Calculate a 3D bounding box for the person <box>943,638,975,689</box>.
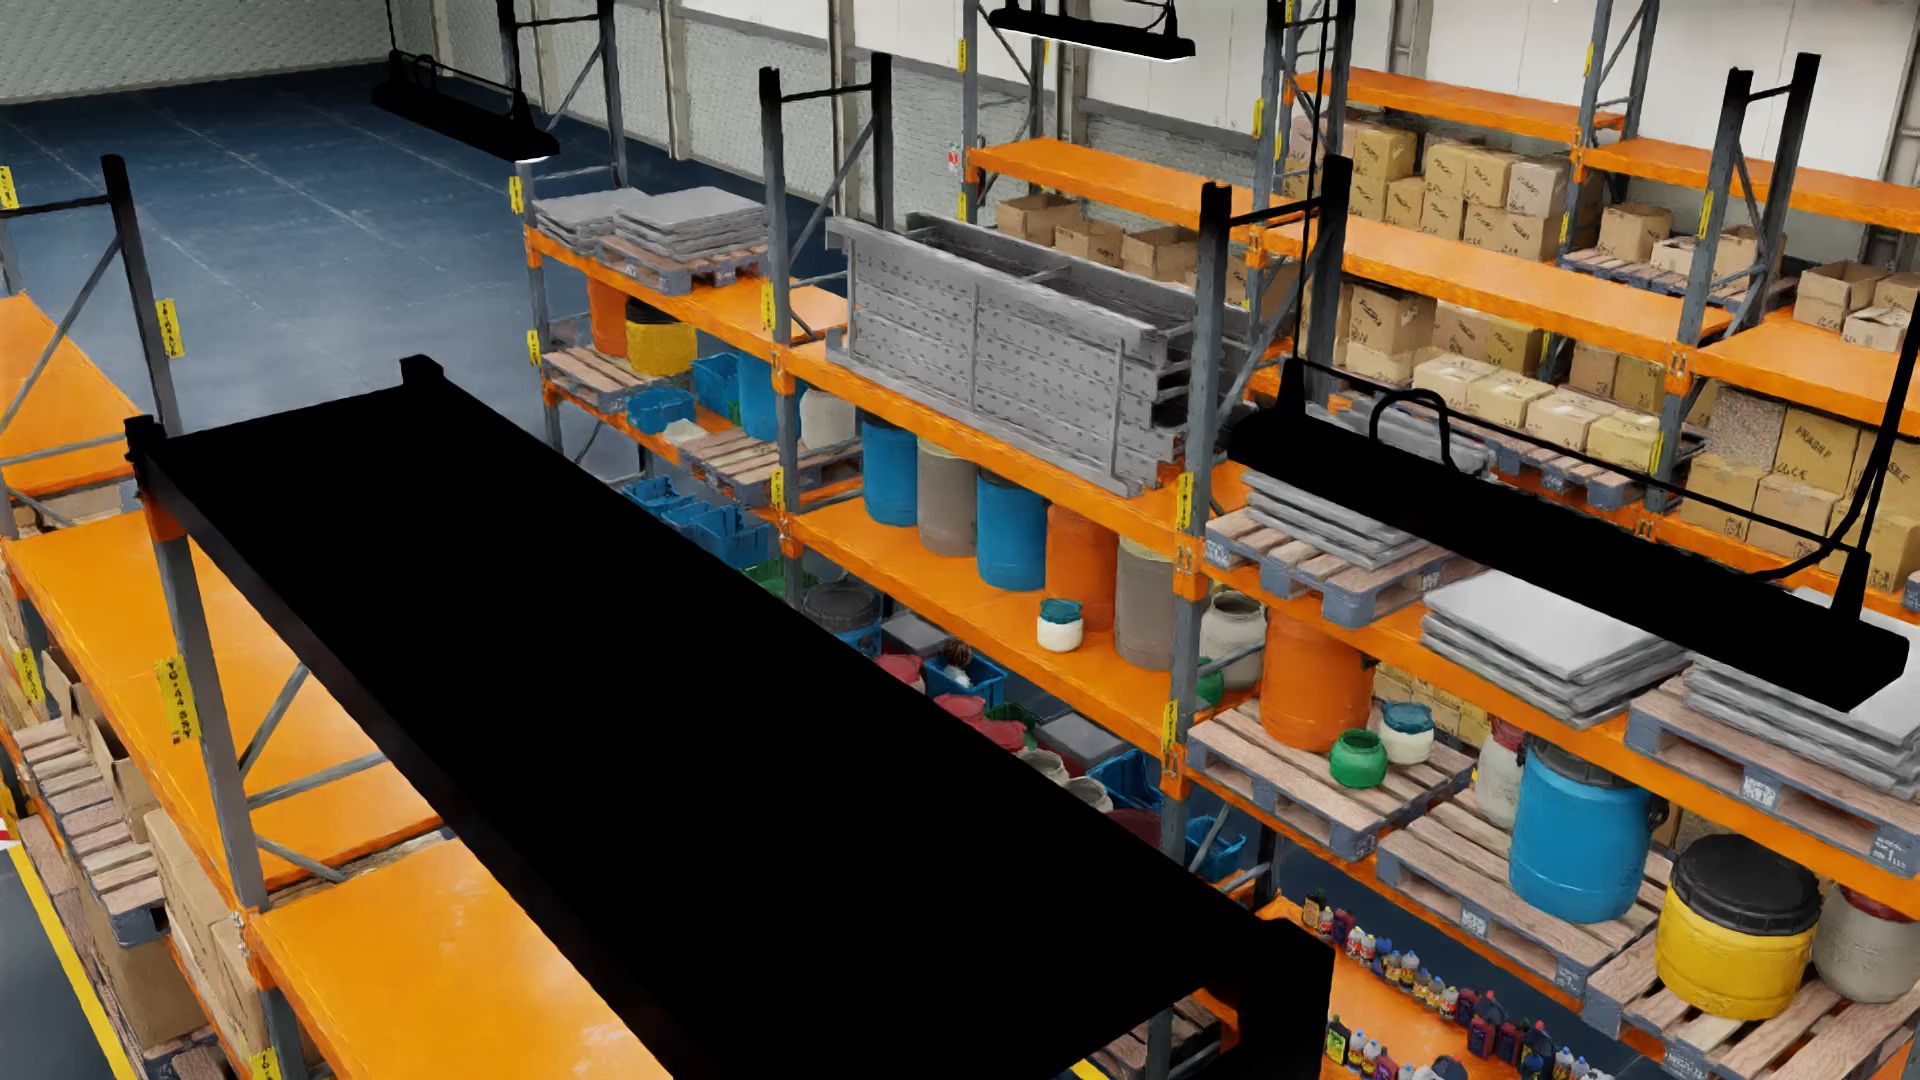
[{"bbox_3d":[-0.017,1.466,12.907,0.512,1.594,0.516,-13,29,-25],"label":"person"}]
